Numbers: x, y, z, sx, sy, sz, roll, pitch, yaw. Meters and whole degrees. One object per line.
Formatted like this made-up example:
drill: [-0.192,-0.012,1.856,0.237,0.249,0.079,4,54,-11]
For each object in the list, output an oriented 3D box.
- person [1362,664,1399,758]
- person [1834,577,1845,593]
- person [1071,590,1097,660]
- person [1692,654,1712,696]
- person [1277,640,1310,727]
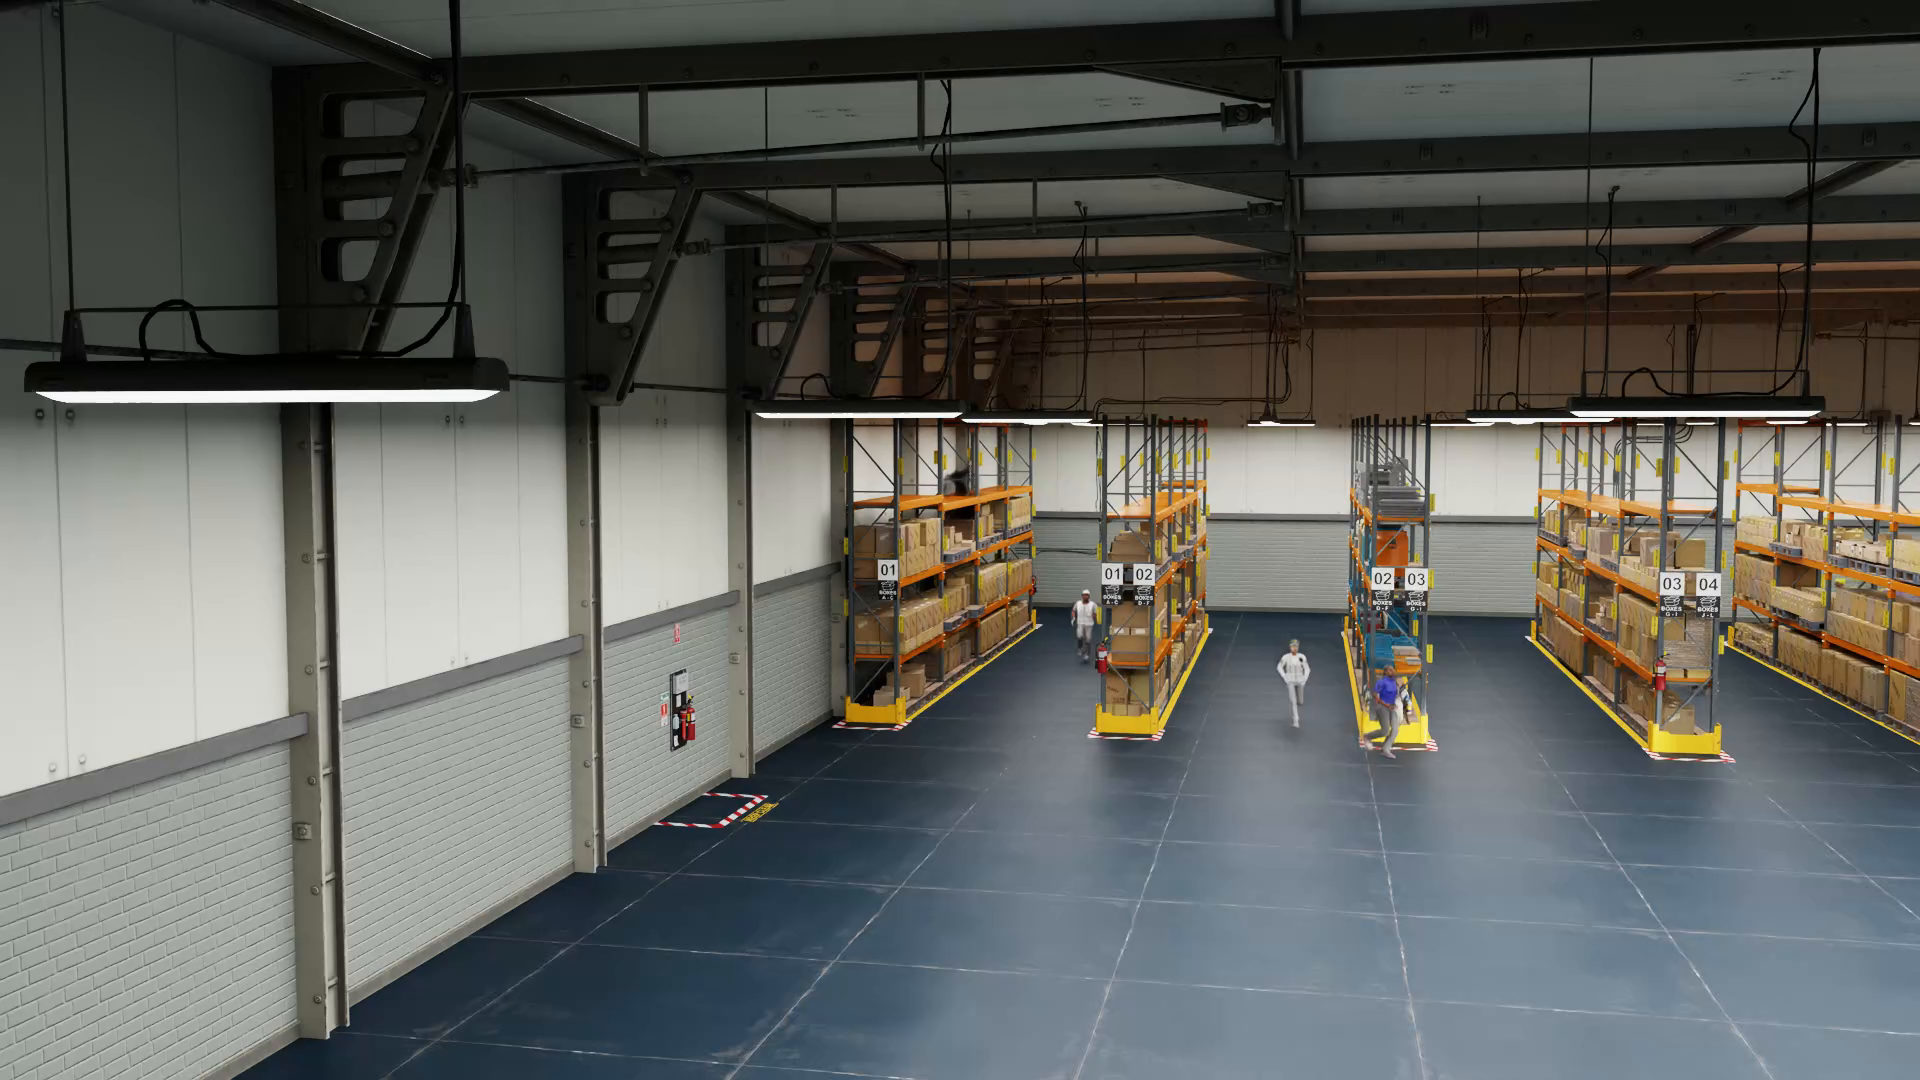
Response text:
person: [7.447,2.981,29.208,0.598,1.617,0.624,-3,5,-39]
person: [23.761,1.873,44.842,0.585,1.729,0.724,1,4,15]
person: [3.063,2.096,40.795,0.664,1.734,0.692,0,4,6]
person: [15.961,2.476,35.723,0.738,1.804,0.751,1,4,10]
person: [6.496,2.764,32.352,0.619,1.669,0.796,0,4,-3]
